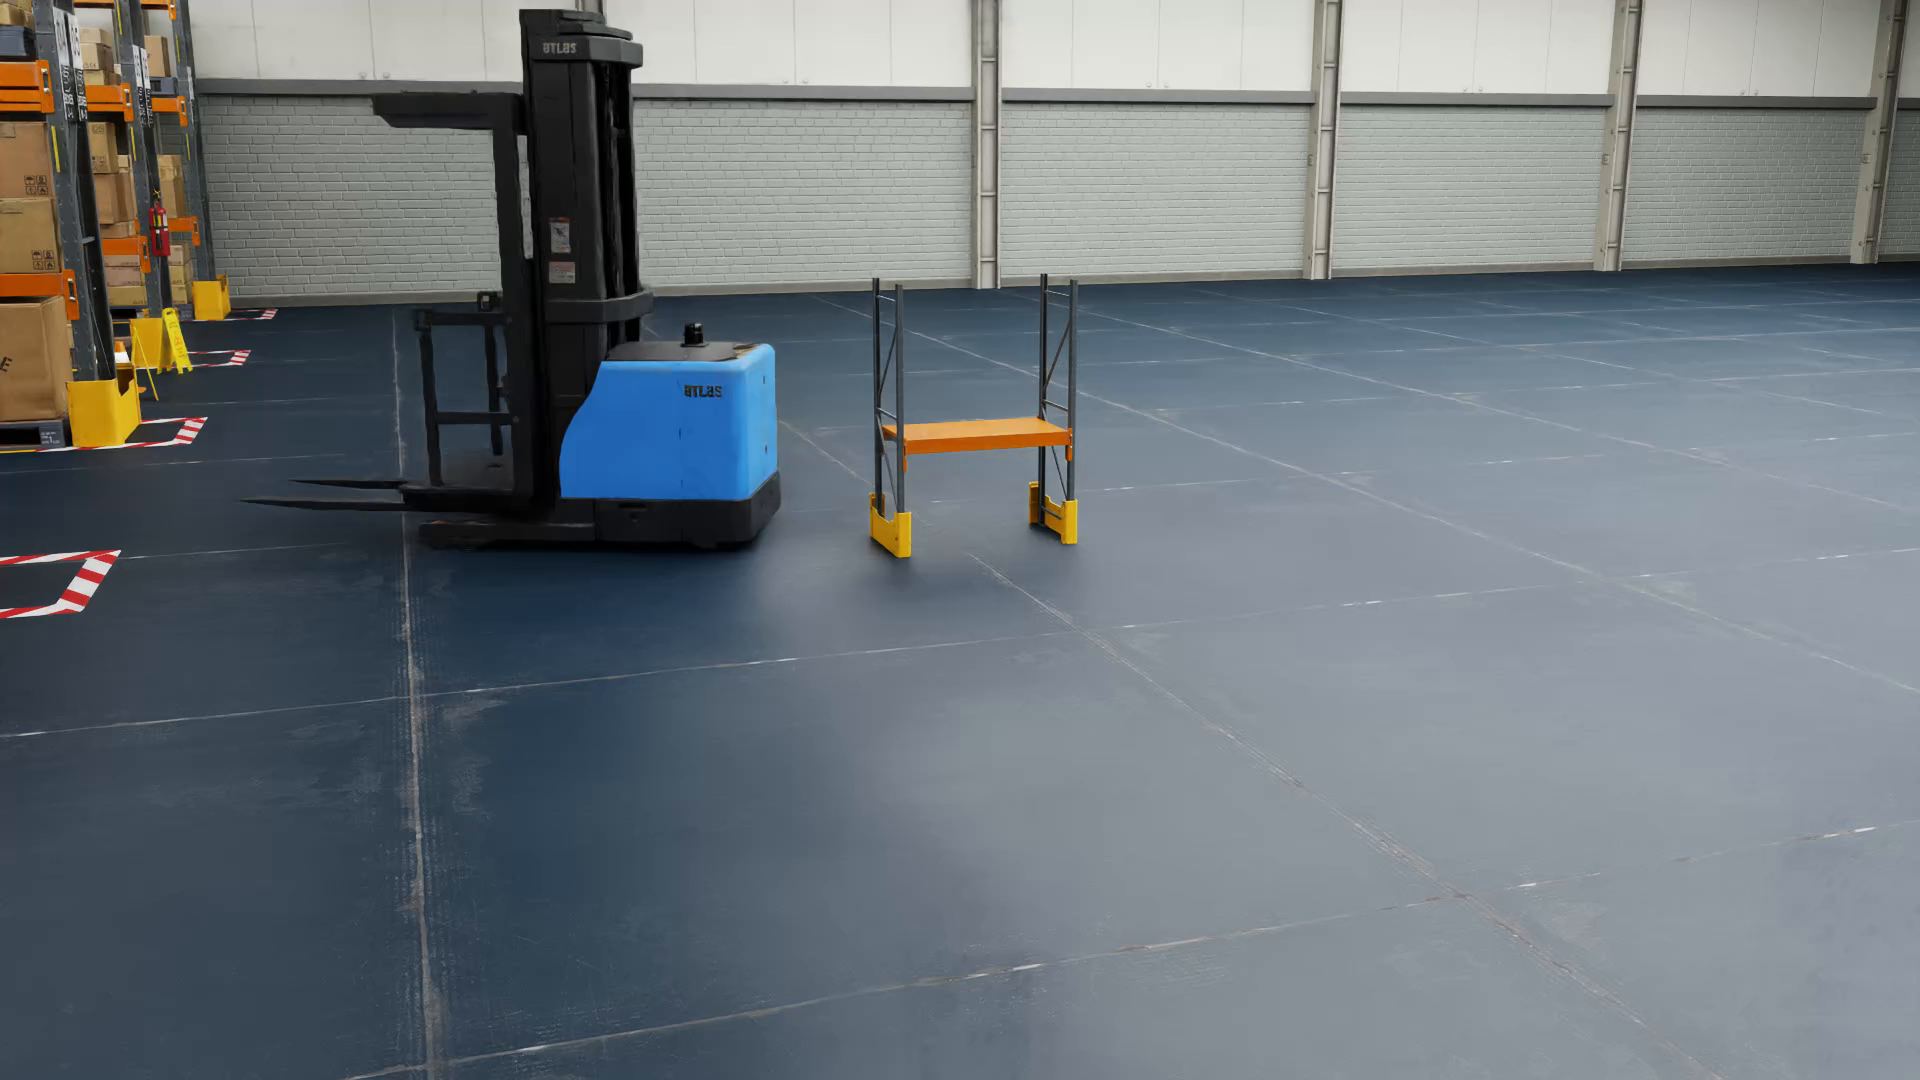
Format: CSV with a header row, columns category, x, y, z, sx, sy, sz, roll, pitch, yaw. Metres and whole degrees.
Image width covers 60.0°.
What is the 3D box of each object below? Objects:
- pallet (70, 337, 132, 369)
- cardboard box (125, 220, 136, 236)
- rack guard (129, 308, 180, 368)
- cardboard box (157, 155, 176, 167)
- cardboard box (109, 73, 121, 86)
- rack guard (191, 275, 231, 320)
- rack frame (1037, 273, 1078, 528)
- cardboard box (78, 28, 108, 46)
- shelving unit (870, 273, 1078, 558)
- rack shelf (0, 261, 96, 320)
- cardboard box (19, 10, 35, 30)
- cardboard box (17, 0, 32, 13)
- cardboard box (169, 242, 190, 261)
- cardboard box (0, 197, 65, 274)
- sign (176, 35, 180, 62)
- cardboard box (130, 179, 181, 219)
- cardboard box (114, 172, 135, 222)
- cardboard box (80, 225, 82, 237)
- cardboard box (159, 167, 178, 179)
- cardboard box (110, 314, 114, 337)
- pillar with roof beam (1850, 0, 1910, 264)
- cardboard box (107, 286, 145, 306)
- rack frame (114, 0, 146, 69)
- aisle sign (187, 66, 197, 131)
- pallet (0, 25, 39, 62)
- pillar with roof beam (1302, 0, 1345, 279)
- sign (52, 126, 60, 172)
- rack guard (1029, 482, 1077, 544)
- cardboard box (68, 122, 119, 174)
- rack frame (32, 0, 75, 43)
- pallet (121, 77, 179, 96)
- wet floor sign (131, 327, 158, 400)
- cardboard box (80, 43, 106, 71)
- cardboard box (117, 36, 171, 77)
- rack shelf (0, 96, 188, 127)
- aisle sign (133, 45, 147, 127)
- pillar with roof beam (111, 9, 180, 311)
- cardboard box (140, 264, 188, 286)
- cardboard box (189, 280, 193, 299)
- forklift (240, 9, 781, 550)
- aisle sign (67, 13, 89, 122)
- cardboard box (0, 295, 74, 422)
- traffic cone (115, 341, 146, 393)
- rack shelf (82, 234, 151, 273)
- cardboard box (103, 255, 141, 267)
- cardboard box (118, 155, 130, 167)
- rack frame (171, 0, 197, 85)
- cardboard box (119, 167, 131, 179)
category,x,y,z,sx,sy,sz,roll,pitch,yaw
pallet,-9.281,-1.955,17.406,1.213,0.211,1.003,-4,14,-18
cardboard box,-8.816,-3.268,17.441,0.250,0.149,0.380,-4,14,-18
rack guard,-8.500,-2.148,17.592,0.348,0.500,1.175,-4,14,-18
cardboard box,-10.287,-4.894,21.476,0.250,0.149,0.380,-4,14,-18
cardboard box,-8.846,-4.753,17.205,0.250,0.149,0.380,-4,14,-18
rack guard,-9.992,-3.244,22.199,0.348,0.500,1.175,-4,14,-18
rack frame,0.563,-0.773,9.653,0.032,1.500,0.500,-4,14,-18
cardboard box,-8.654,-5.005,16.539,0.250,0.149,0.380,-4,14,-18
shelving unit,0.072,-0.735,9.493,1.083,1.500,0.587,-4,14,-18
rack shelf,-8.649,-1.794,12.257,4.000,0.370,1.077,-4,14,-18
cardboard box,-7.180,-3.926,12.605,0.250,0.149,0.380,-4,14,-18
cardboard box,-7.292,-4.096,12.456,0.500,0.250,0.500,-4,14,-18
cardboard box,-10.530,-3.817,22.082,0.500,0.250,0.500,-5,14,-19
cardboard box,-7.090,-2.327,12.620,0.550,0.550,0.875,-4,14,-18
sign,-9.854,-6.189,20.957,0.005,0.325,0.100,-4,14,-18
cardboard box,-10.397,-4.413,21.496,0.500,0.500,0.500,-5,14,-19
cardboard box,-8.965,-3.589,17.389,0.500,0.500,0.500,-5,14,-19
cardboard box,-8.919,-3.130,16.862,0.250,0.149,0.380,-5,14,-19
cardboard box,-10.254,-4.735,21.450,0.250,0.149,0.380,-4,14,-17
cardboard box,-9.280,-2.237,17.601,0.500,0.250,0.500,-5,14,-19
pillar with roof beam,18.845,-8.793,27.162,0.400,9.000,9.100,-4,14,-18
cardboard box,-10.833,-3.186,21.589,0.500,0.250,0.500,-4,14,-18
rack frame,-8.428,-6.288,16.632,0.127,3.000,1.000,-4,14,-18
aisle sign,-9.858,-5.663,21.351,0.004,0.787,0.394,-4,14,-18
pallet,-7.453,-3.651,12.217,1.213,0.211,1.003,-4,14,-18
pillar with roof beam,7.471,-7.907,23.439,0.400,9.000,9.100,-4,14,-18
sign,-6.593,-2.850,12.128,0.005,0.325,0.100,-4,14,-18
rack guard,0.544,-0.164,9.792,0.087,0.250,0.587,-4,14,-18
cardboard box,-8.842,-3.964,16.805,0.500,0.500,0.700,-5,14,-19
rack frame,-6.753,-5.210,12.100,0.127,3.000,1.000,-4,14,-18
pallet,-10.693,-5.828,21.370,1.213,0.211,1.003,-4,14,-18
wet floor sign,-7.357,-1.582,14.901,0.232,0.644,0.267,-7,15,-28
cardboard box,-8.827,-4.804,16.555,0.500,0.250,0.500,-5,14,-19
cardboard box,-10.356,-6.133,21.121,0.500,0.500,0.500,-4,14,-16
rack shelf,-11.910,-5.420,21.018,4.000,0.370,1.077,-4,14,-18
aisle sign,-8.276,-4.575,16.778,0.004,0.787,0.394,-4,14,-18
pillar with roof beam,-9.589,-6.579,17.854,0.400,9.000,9.100,-4,14,-18
cardboard box,-10.376,-3.463,21.675,0.500,0.250,0.500,-5,14,-19
cardboard box,-10.542,-3.331,22.200,0.500,0.250,0.500,-4,14,-18
forklift,-2.642,-1.487,9.562,3.031,2.935,1.130,1,13,4
aisle sign,-6.782,-3.627,12.792,0.004,0.787,0.394,-4,14,-18
cardboard box,-7.375,-1.397,12.720,0.875,0.875,0.875,-4,14,-18
traffic cone,-7.747,-1.602,15.379,0.334,0.463,0.336,-4,14,-18
rack shelf,-10.323,-2.872,16.789,4.000,0.370,1.077,-4,14,-18
cardboard box,-10.833,-3.670,21.462,0.500,0.250,0.500,-4,14,-17
cardboard box,-10.750,-4.844,21.264,0.250,0.149,0.380,-4,14,-17
rack frame,-10.014,-7.377,21.208,0.127,3.000,1.000,-4,14,-18
cardboard box,-10.752,-4.704,21.319,0.250,0.149,0.380,-4,14,-17
